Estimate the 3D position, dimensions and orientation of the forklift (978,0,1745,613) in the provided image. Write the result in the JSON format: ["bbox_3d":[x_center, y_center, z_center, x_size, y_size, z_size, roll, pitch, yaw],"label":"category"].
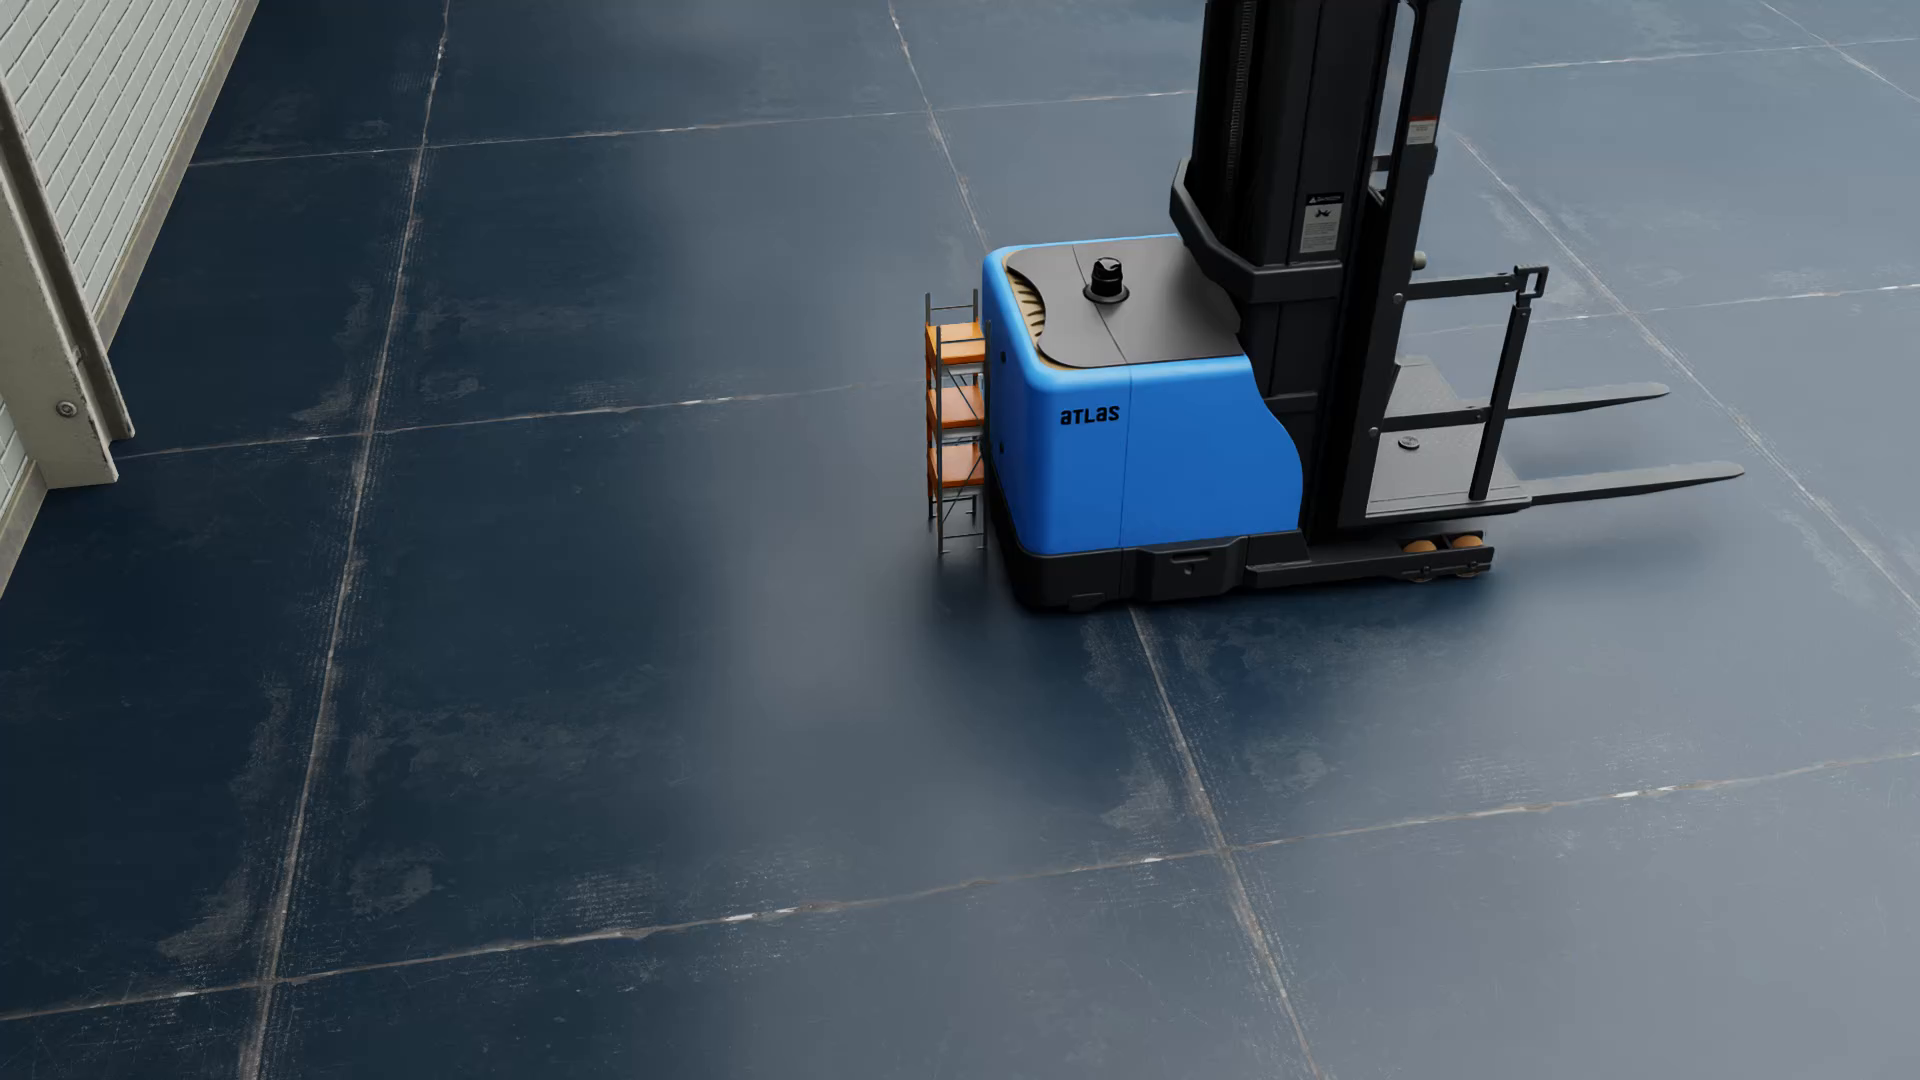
[{"bbox_3d":[1.638,-1.305,6.041,3.031,2.935,1.130,-6,38,-7],"label":"forklift"}]

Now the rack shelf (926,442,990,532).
[{"bbox_3d":[-0.009,-0.219,6.647,0.215,0.259,0.240,-6,38,-8],"label":"rack shelf"}]

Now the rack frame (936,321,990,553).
[{"bbox_3d":[0.012,-0.373,6.375,0.200,1.050,0.008,-6,38,-8],"label":"rack frame"}]

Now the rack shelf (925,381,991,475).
[{"bbox_3d":[-0.009,-0.439,6.476,0.215,0.259,0.240,-6,38,-8],"label":"rack shelf"}]

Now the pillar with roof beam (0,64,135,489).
[{"bbox_3d":[0.465,-4.365,5.034,9.100,9.000,0.400,-6,38,-8],"label":"pillar with roof beam"}]

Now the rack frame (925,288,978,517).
[{"bbox_3d":[-0.031,-0.521,6.564,0.200,1.050,0.008,-6,38,-8],"label":"rack frame"}]

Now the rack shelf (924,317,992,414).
[{"bbox_3d":[-0.009,-0.663,6.302,0.215,0.259,0.240,-6,38,-8],"label":"rack shelf"}]

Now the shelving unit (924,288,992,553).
[{"bbox_3d":[-0.009,-0.447,6.470,0.215,1.050,0.252,-6,38,-8],"label":"shelving unit"}]
